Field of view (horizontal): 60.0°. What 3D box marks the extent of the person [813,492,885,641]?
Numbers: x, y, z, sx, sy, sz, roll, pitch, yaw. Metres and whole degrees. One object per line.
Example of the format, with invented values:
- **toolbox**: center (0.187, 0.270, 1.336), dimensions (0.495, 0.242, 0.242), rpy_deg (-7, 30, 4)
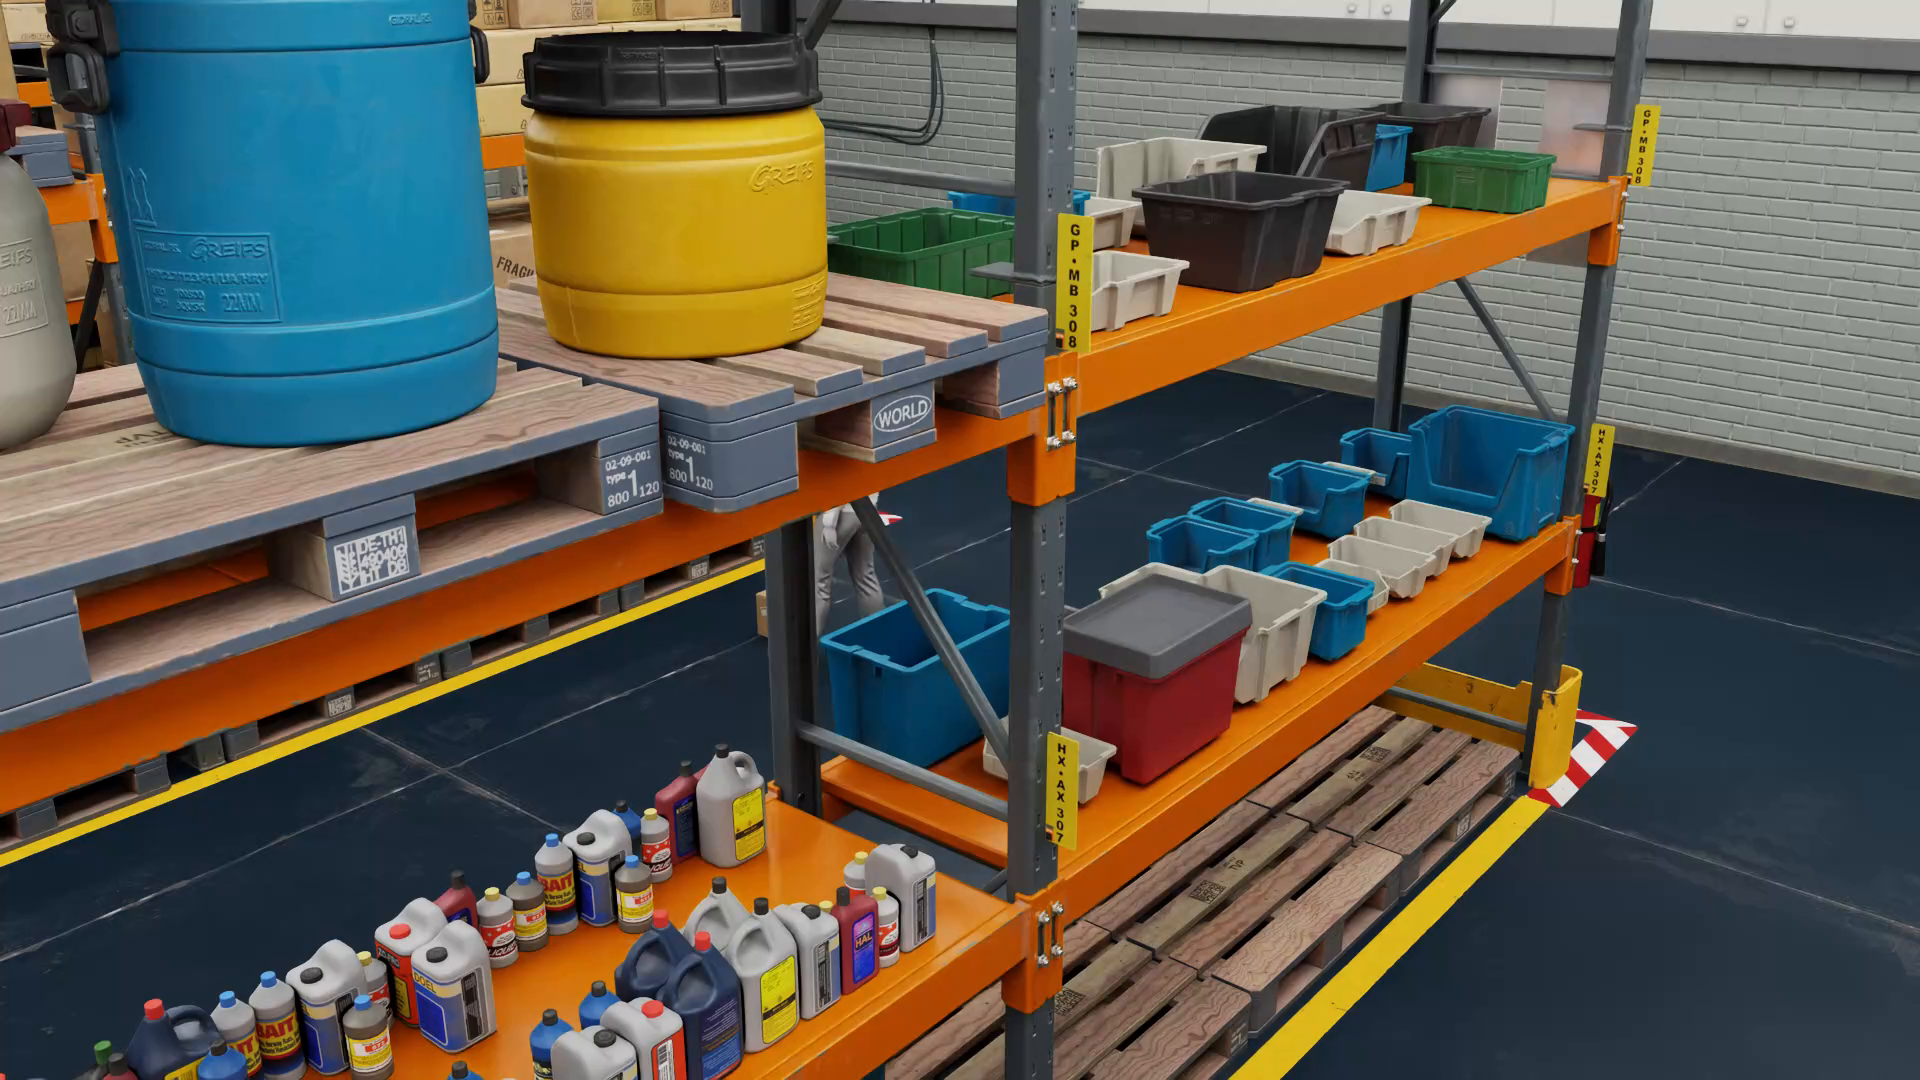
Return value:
- **person**: center (-0.712, -0.159, 8.971), dimensions (0.589, 1.671, 0.502), rpy_deg (9, 22, 23)
